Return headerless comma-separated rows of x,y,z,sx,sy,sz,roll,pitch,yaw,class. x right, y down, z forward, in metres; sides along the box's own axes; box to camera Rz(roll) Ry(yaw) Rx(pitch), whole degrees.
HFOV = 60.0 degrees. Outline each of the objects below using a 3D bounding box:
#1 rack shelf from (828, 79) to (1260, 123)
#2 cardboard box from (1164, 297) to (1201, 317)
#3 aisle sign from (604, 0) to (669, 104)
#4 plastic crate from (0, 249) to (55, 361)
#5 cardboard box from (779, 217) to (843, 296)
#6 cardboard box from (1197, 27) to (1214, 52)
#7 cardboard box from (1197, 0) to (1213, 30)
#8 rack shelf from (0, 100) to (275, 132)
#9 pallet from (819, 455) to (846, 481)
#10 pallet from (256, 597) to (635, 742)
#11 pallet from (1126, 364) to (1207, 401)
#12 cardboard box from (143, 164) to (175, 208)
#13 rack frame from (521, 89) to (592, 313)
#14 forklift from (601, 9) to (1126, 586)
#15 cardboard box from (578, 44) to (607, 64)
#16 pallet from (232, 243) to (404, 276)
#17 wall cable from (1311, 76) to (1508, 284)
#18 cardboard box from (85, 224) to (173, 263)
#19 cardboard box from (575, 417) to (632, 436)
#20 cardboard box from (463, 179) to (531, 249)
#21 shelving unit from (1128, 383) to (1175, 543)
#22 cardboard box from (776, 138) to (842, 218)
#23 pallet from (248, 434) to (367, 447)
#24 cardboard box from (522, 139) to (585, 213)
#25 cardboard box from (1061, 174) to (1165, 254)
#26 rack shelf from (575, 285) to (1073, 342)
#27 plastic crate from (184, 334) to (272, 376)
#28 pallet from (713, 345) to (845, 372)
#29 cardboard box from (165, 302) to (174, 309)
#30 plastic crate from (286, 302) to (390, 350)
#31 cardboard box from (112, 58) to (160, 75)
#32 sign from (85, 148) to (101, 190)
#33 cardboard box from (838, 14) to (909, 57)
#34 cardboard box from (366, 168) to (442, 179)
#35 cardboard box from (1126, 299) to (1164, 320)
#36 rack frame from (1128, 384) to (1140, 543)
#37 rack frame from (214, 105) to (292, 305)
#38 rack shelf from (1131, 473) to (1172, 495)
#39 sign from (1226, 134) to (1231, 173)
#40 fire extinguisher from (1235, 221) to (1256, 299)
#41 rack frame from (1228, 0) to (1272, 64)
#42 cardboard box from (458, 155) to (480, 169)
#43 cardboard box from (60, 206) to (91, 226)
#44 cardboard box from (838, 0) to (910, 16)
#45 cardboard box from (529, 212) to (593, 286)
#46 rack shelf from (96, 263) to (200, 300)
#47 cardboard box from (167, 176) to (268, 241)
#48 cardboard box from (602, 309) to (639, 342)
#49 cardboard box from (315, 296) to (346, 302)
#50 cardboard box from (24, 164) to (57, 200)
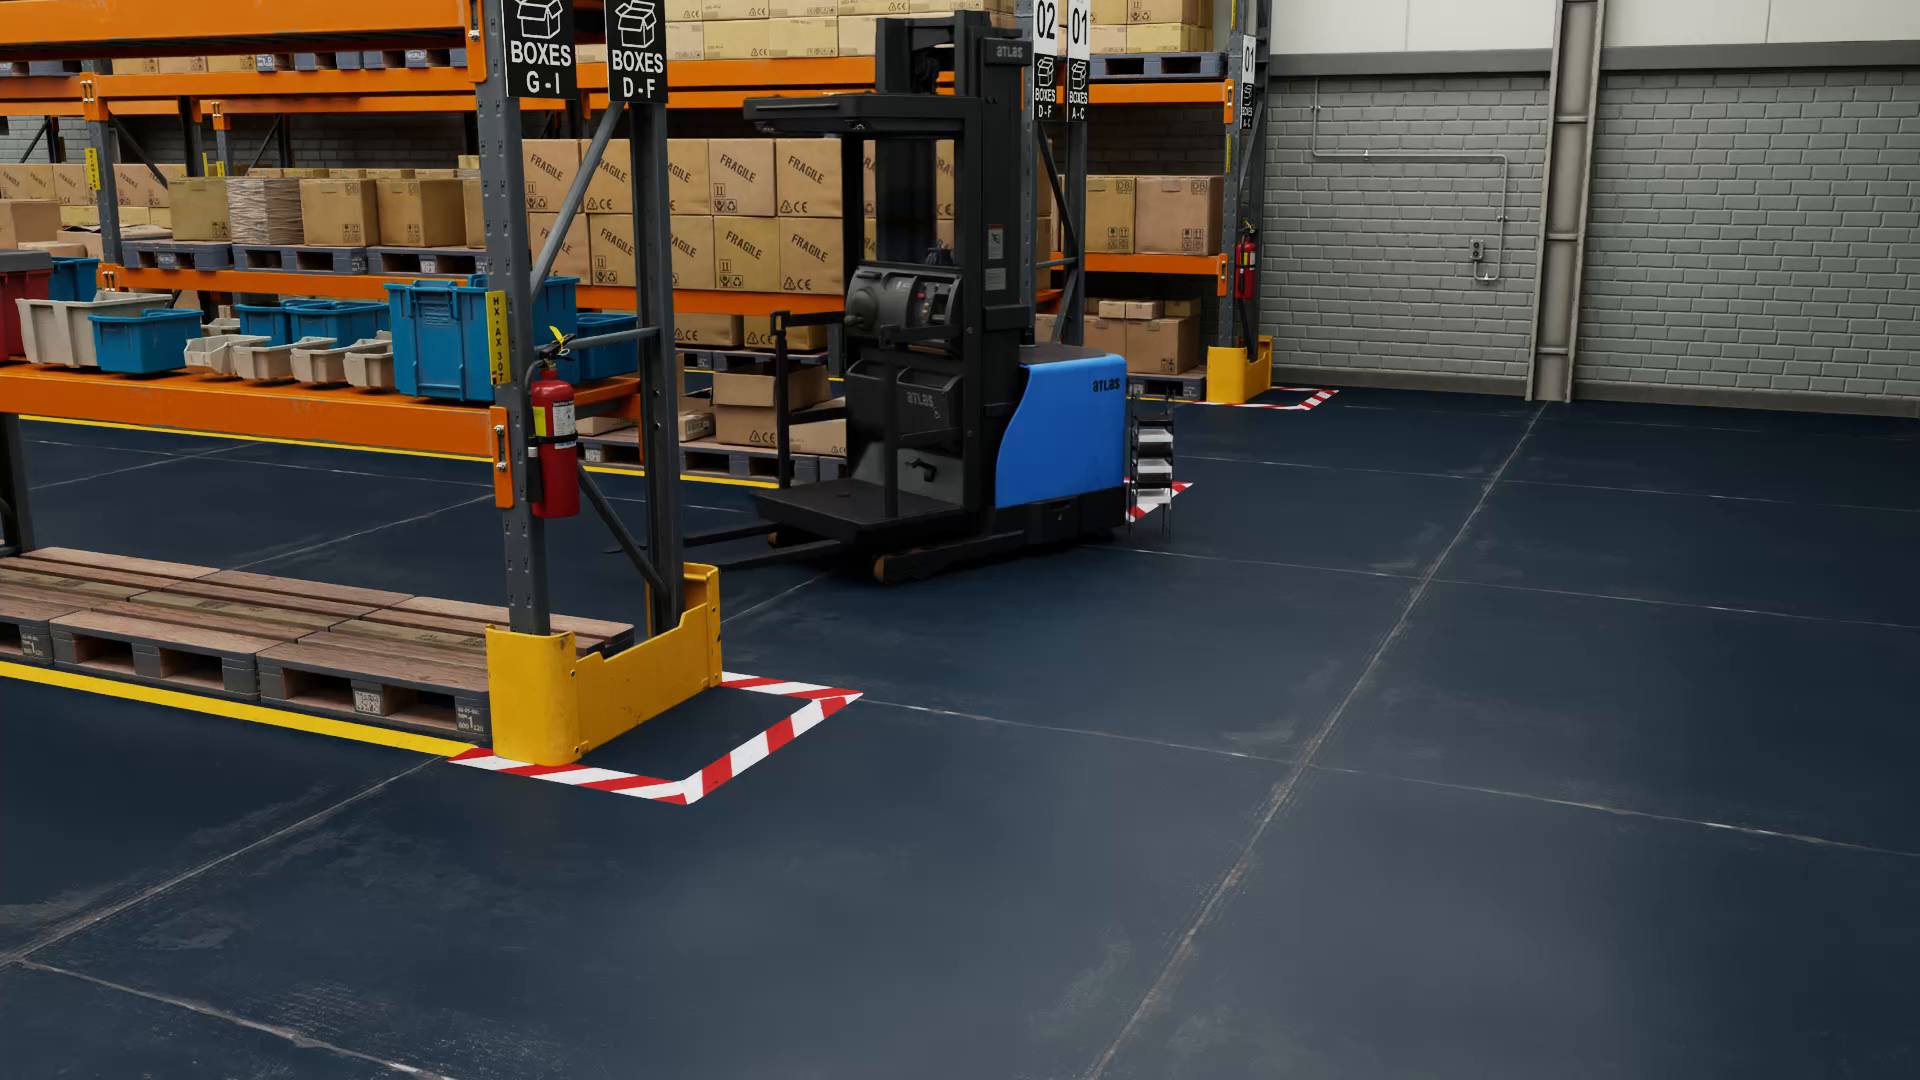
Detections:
0.760,-4.116,15.738,4.000,0.370,1.077,6,14,23,rack shelf
2.104,-2.198,15.690,0.250,0.149,0.380,6,14,24,cardboard box
-1.238,-2.073,6.331,0.004,0.787,0.394,6,14,23,aisle sign
-4.366,-1.047,7.380,0.583,0.464,0.402,6,14,23,plastic crate
-0.863,-1.914,11.125,0.500,0.500,0.500,6,14,24,cardboard box
2.021,-4.580,15.332,0.500,0.250,0.500,7,15,26,cardboard box
2.019,-4.944,15.243,0.500,0.500,0.500,5,14,21,cardboard box
-10.211,-5.226,20.470,4.000,0.370,1.077,6,14,23,rack shelf
-0.213,-0.509,11.462,1.213,0.211,1.003,6,14,23,pallet
-2.162,0.522,7.070,1.213,0.211,1.003,6,14,23,pallet
1.826,-1.521,15.775,1.213,0.211,1.003,6,14,23,pallet
-9.399,-4.257,19.974,0.500,0.500,0.500,6,14,23,cardboard box
-3.071,-2.156,12.377,0.127,3.000,1.000,6,14,23,rack frame
-0.474,-1.321,8.970,3.031,2.935,1.130,-11,17,-39,forklift
-2.271,-3.399,11.438,0.500,0.250,0.500,6,14,23,cardboard box
-4.948,-2.254,13.213,1.213,0.211,1.003,6,14,23,pallet
4.143,-3.395,15.431,1.851,1.984,0.084,6,14,23,wall cable
-7.043,-2.525,14.147,0.500,0.311,0.500,7,15,27,cardboard box
-2.775,-0.977,12.276,0.500,0.311,0.500,6,14,23,cardboard box
-3.414,-2.500,12.703,0.500,0.500,0.700,1,13,4,cardboard box
1.115,-0.447,9.690,0.210,0.900,0.258,-1,13,-3,shelving unit
-0.870,-2.399,11.003,0.500,0.500,0.500,6,15,25,cardboard box
-4.950,-0.978,13.462,1.213,0.211,1.003,6,14,23,pallet
-2.754,-2.589,11.815,0.500,0.500,0.500,6,15,25,cardboard box
1.449,-3.077,15.645,0.700,0.700,0.980,6,14,23,cardboard box
-1.243,-1.621,11.670,4.000,0.370,1.077,6,14,23,rack shelf
-3.044,-0.764,6.891,0.250,0.136,0.298,6,14,23,plastic crate
-1.804,-1.889,17.343,1.213,0.211,1.003,6,14,23,pallet
-9.837,-2.910,20.866,0.250,0.149,0.380,5,14,19,cardboard box
-2.720,-0.913,7.314,0.300,0.233,0.416,6,14,23,plastic crate
-6.316,-4.002,13.458,0.500,0.500,0.910,6,14,23,cardboard box
-6.950,-2.974,13.326,0.005,0.325,0.100,6,14,23,sign
-0.443,-3.214,10.649,0.500,0.250,0.500,6,14,23,cardboard box
-6.307,-3.976,18.951,0.500,0.500,0.700,6,14,23,cardboard box
1.717,-2.142,15.449,0.250,0.149,0.380,6,14,23,cardboard box
1.013,-0.446,9.684,0.006,0.900,0.240,-1,13,-3,rack frame
-8.383,-3.931,19.942,0.127,3.000,1.000,6,14,23,rack frame
1.115,-0.327,9.718,0.200,0.077,0.258,-1,13,-3,rack shelf
2.357,-3.388,14.573,0.005,0.325,0.100,6,14,23,sign
2.540,-2.491,14.791,0.183,0.674,0.296,6,14,23,fire extinguisher
2.589,-5.742,14.525,0.127,3.000,1.000,6,14,23,rack frame
-5.353,-4.192,18.452,0.250,0.149,0.380,3,14,14,cardboard box
-10.778,-4.033,20.661,0.500,0.250,0.500,6,14,22,cardboard box
-0.444,-3.457,10.589,0.500,0.250,0.500,6,14,23,cardboard box
-2.716,-2.101,11.922,0.500,0.500,0.500,6,15,25,cardboard box
-8.557,-2.361,14.825,4.000,0.370,1.077,6,14,23,rack shelf
-6.107,-2.744,13.747,0.500,0.500,0.700,1,13,4,cardboard box
-3.308,-2.541,17.805,0.750,0.750,0.750,6,14,23,cardboard box
-7.210,-2.826,19.743,0.500,0.500,0.700,5,14,22,cardboard box
-11.277,-4.448,20.789,0.500,0.500,0.500,6,14,23,cardboard box
